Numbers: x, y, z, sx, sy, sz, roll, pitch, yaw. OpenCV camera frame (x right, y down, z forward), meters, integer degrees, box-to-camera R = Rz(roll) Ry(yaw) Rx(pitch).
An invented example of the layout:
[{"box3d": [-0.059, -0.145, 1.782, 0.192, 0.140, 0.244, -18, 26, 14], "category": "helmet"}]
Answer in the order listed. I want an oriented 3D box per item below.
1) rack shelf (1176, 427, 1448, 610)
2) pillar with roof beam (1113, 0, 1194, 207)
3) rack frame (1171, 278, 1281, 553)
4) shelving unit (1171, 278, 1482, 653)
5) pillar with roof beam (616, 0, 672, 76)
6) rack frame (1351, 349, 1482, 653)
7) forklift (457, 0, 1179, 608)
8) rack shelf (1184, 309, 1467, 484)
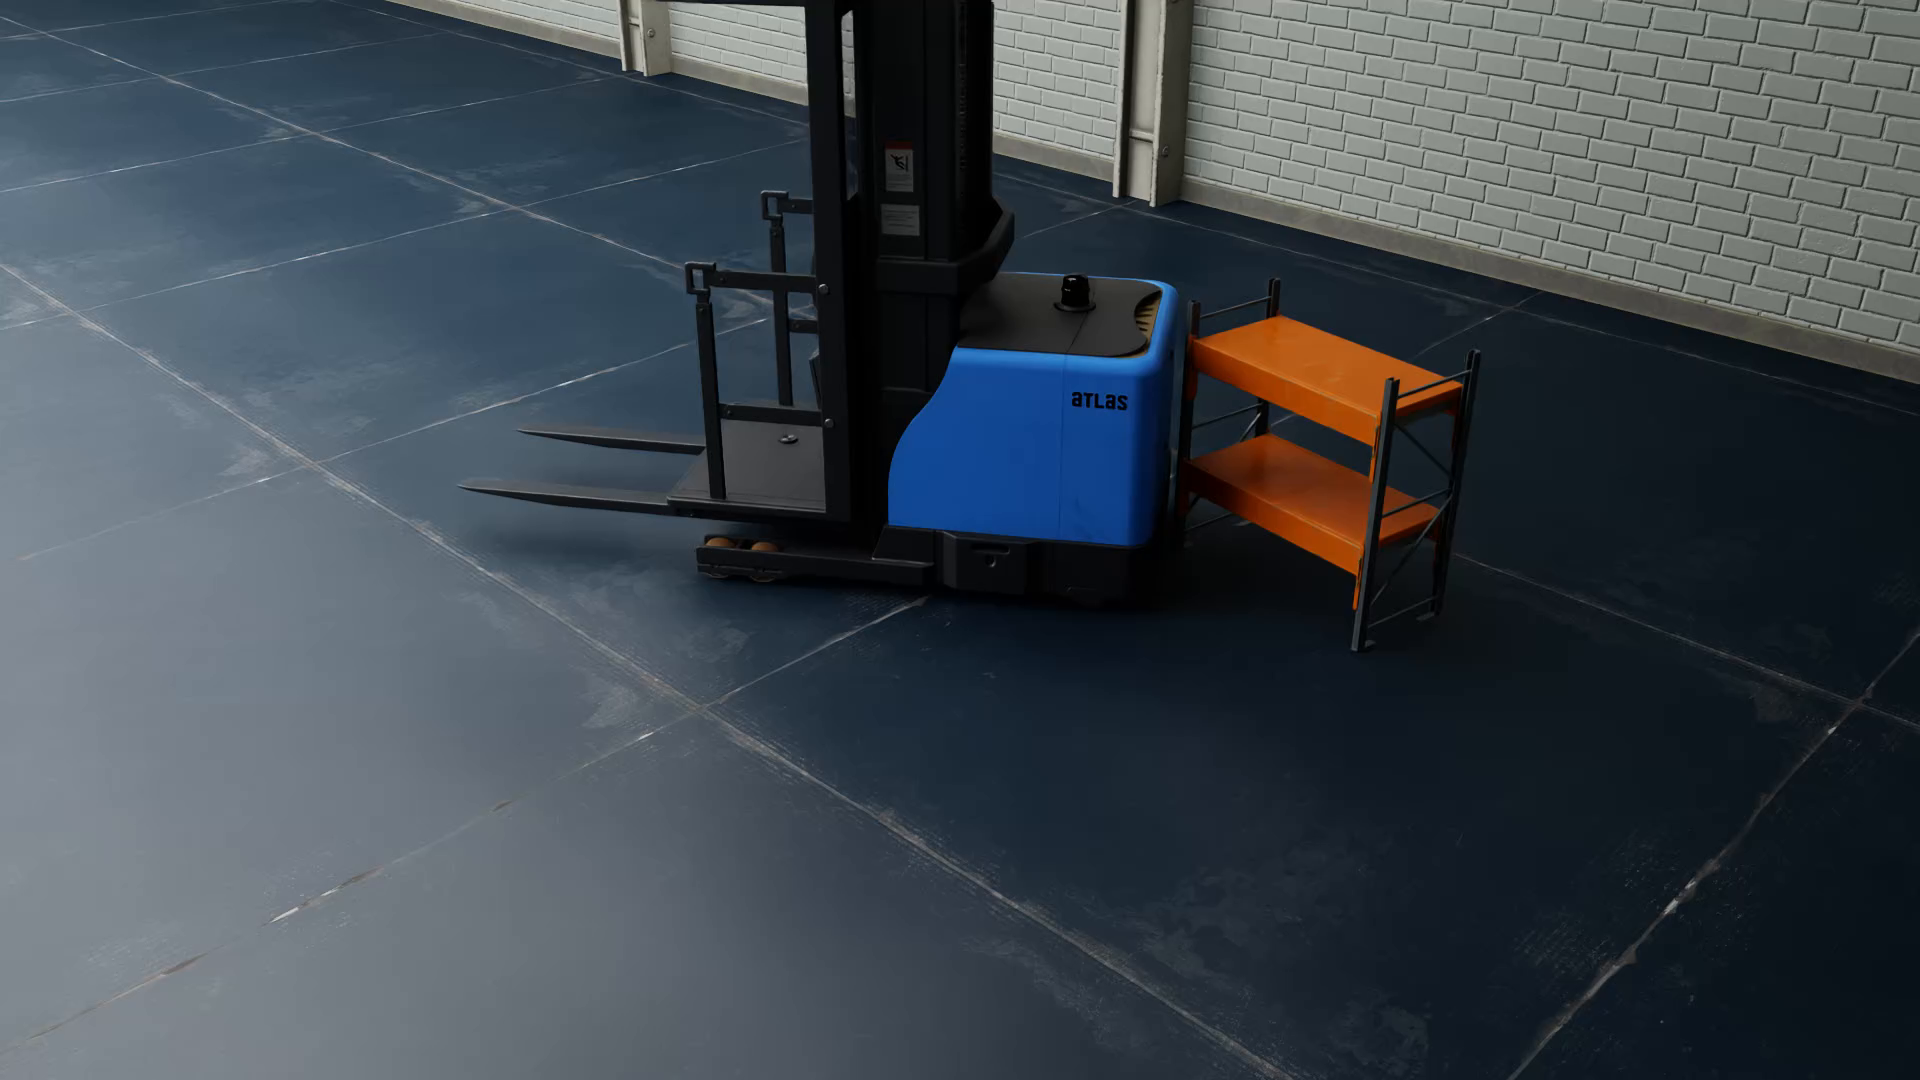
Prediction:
[{"box3d": [1.422, -0.111, 6.778, 0.538, 0.278, 1.000, -19, 33, -32], "category": "rack shelf"}, {"box3d": [-1.676, -5.014, 7.117, 0.400, 9.000, 9.100, 25, 36, 38], "category": "pillar with roof beam"}, {"box3d": [1.120, -0.518, 7.026, 0.500, 1.125, 0.032, -19, 33, -32], "category": "rack frame"}, {"box3d": [1.422, -0.328, 6.665, 0.538, 1.125, 1.048, -19, 33, -32], "category": "shelving unit"}, {"box3d": [-5.955, -6.972, 10.840, 0.400, 9.000, 9.100, 25, 36, 38], "category": "pillar with roof beam"}, {"box3d": [1.725, -0.137, 6.303, 0.500, 1.125, 0.032, -19, 33, -32], "category": "rack frame"}, {"box3d": [-0.635, -1.354, 6.676, 3.031, 2.935, 1.130, 5, 28, 10], "category": "forklift"}, {"box3d": [1.422, -0.587, 6.528, 0.538, 0.278, 1.000, -19, 33, -32], "category": "rack shelf"}]
